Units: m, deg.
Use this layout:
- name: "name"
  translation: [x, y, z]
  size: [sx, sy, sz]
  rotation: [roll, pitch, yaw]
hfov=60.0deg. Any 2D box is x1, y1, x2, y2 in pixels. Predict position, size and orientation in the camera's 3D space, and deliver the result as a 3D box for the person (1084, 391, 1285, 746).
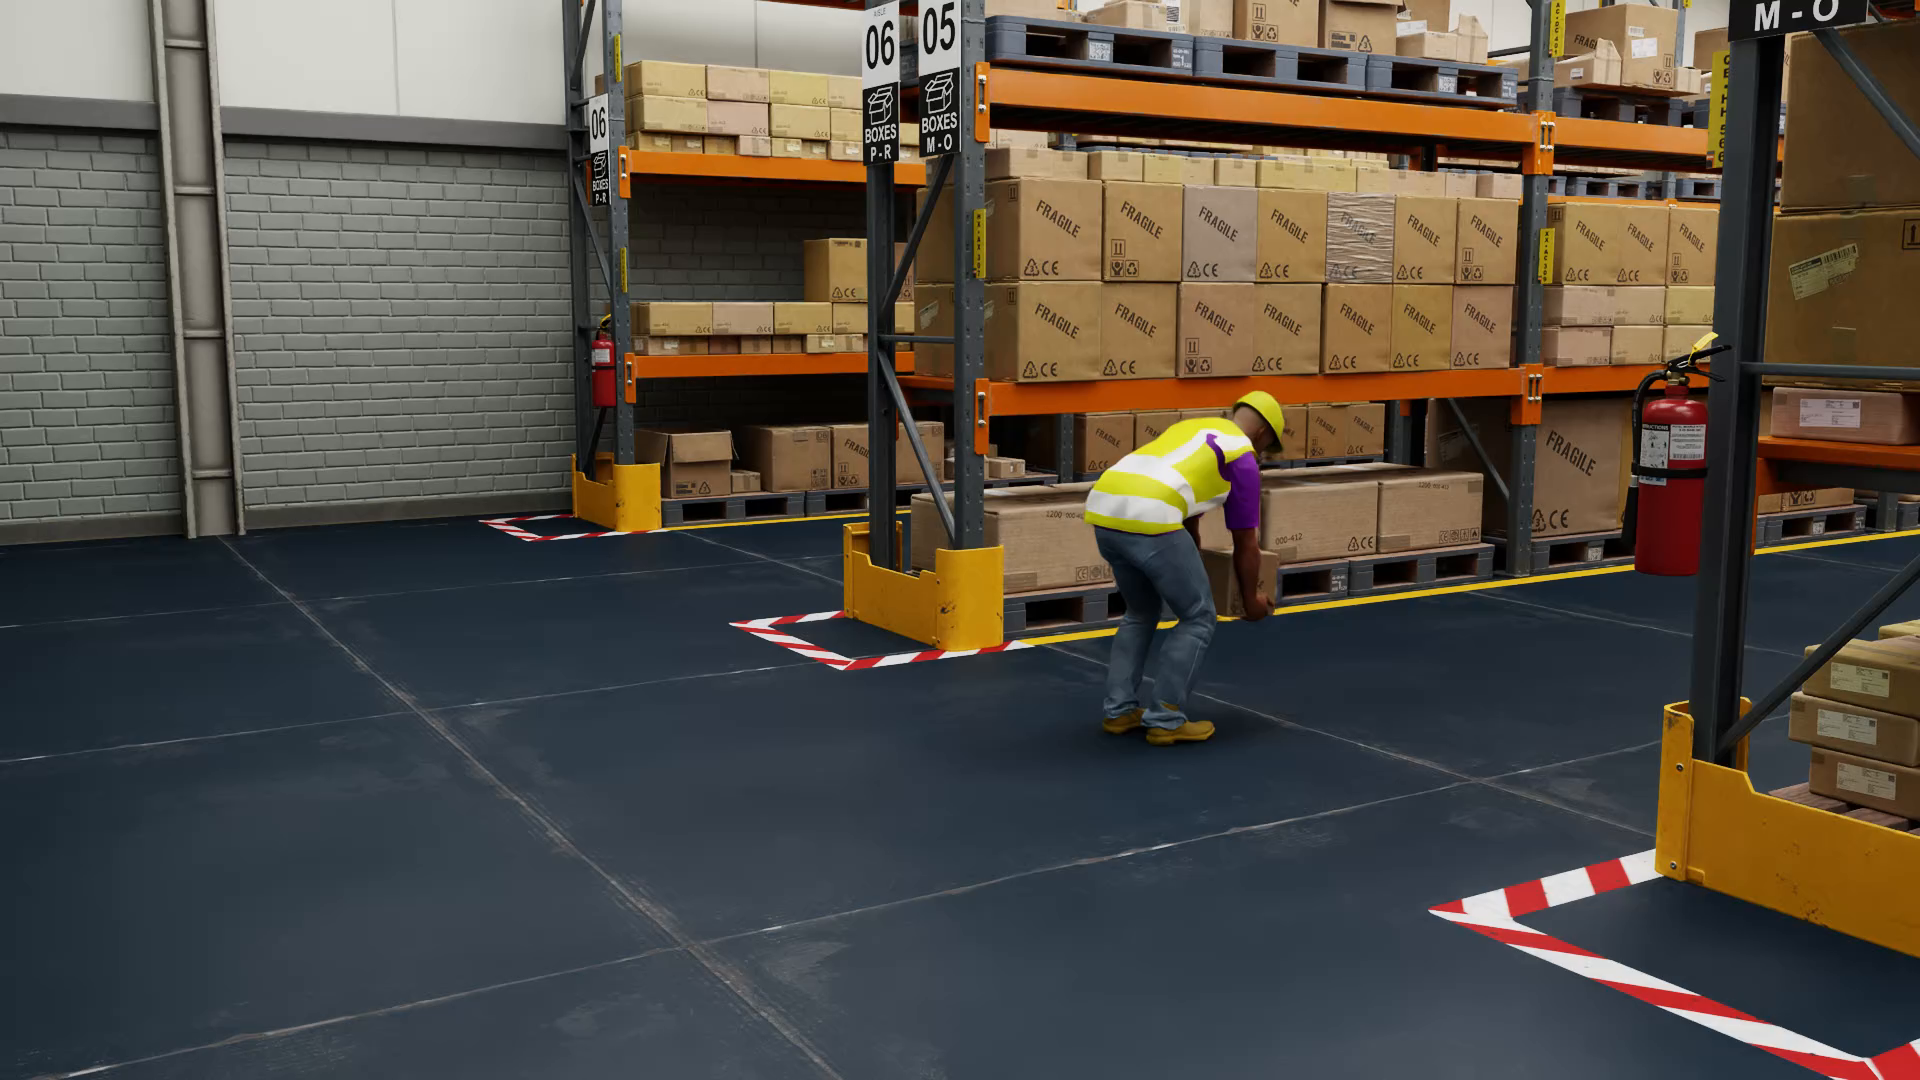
- name: "person"
  translation: [0.915, 0.091, 6.592]
  size: [0.912, 1.342, 0.491]
  rotation: [-5, 10, -33]
